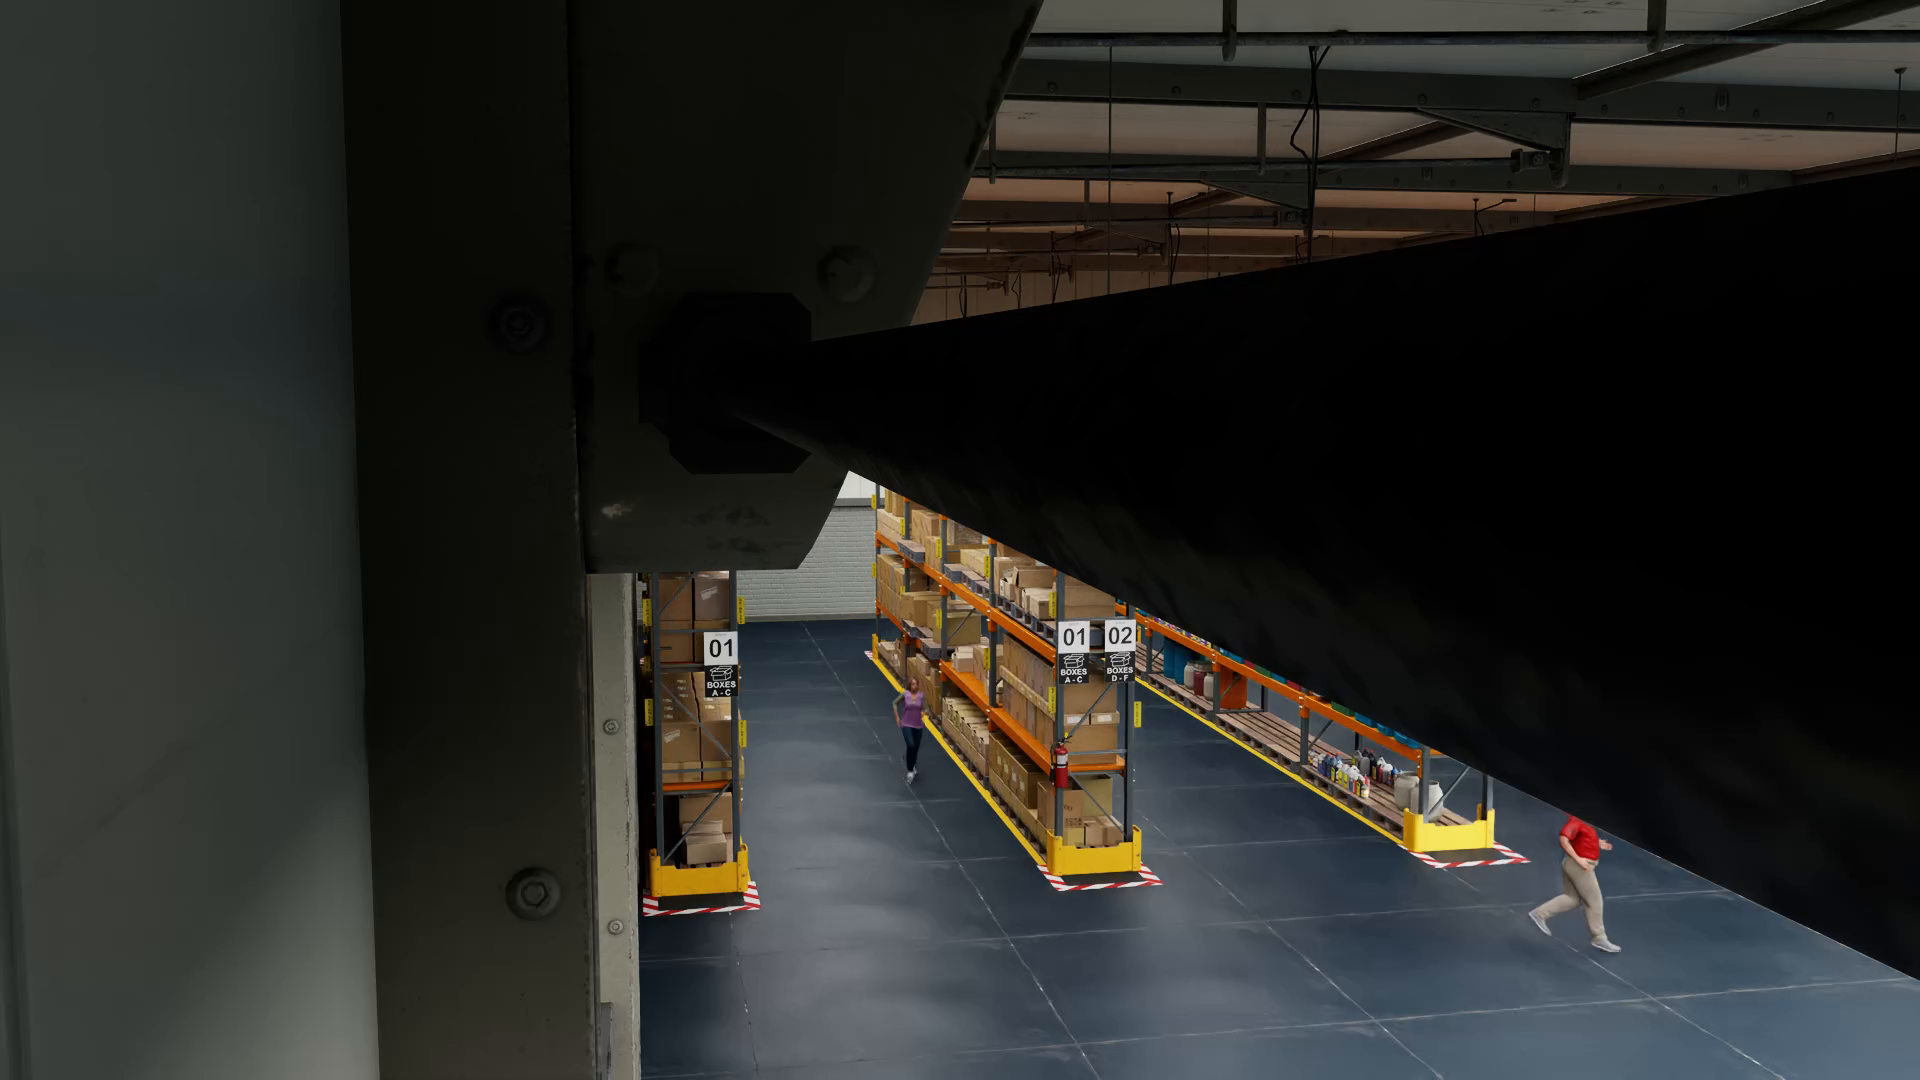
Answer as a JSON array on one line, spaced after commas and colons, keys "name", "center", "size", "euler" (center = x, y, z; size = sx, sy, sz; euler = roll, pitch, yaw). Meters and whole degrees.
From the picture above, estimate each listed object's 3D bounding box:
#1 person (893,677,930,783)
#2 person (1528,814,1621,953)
[{"name": "person", "center": [-0.725, 2.911, 25.599], "size": [0.504, 1.604, 0.748], "euler": [-2, 6, -20]}, {"name": "person", "center": [6.744, 3.616, 18.183], "size": [0.966, 1.736, 0.663], "euler": [1, 6, 12]}]
